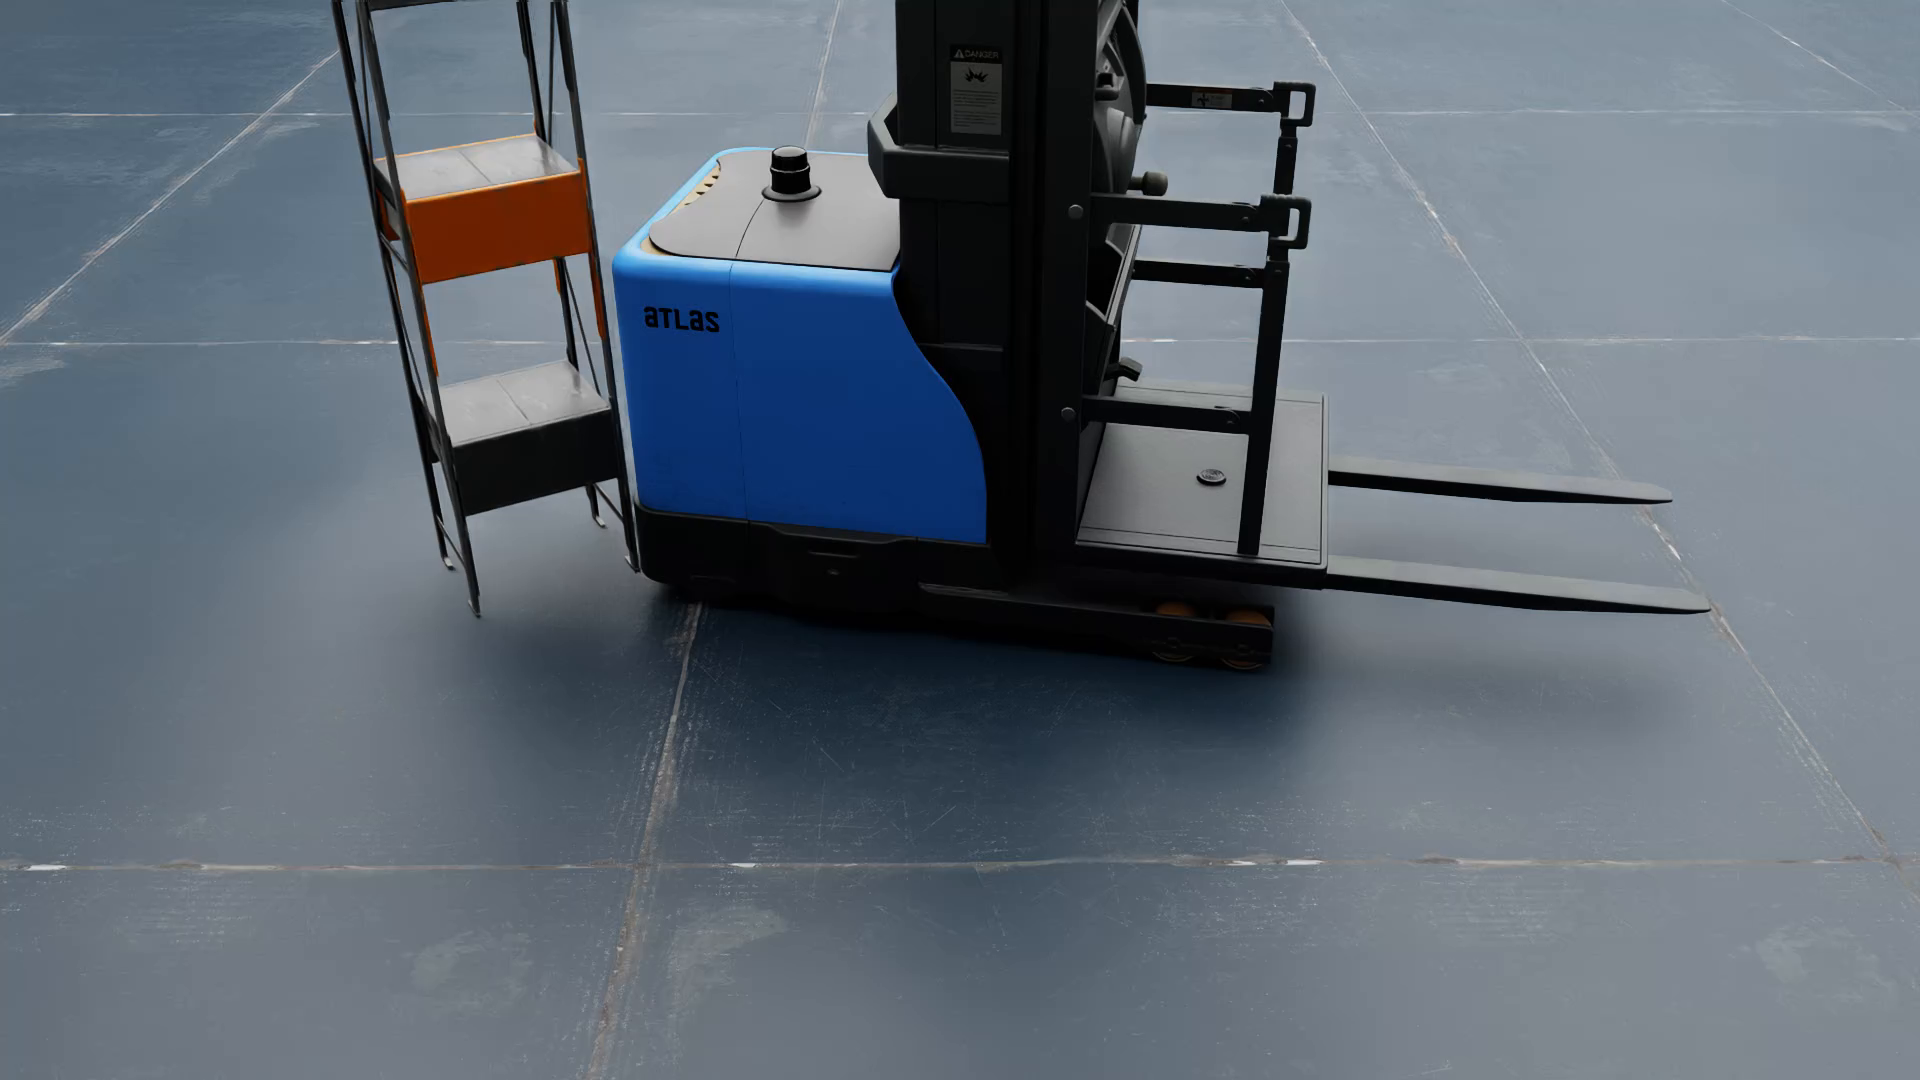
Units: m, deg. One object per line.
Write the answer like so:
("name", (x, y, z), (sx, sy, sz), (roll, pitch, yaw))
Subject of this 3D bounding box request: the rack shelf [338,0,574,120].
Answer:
("rack shelf", (-1.311, -1.414, 4.226), (0.480, 0.518, 0.431), (-17, 35, -25))

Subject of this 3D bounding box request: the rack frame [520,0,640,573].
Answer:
("rack frame", (-1.093, -0.890, 4.683), (0.015, 2.100, 0.400), (-17, 35, -25))

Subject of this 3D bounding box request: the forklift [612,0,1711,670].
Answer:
("forklift", (0.614, -1.191, 4.388), (3.031, 2.935, 1.130), (6, 32, 9))

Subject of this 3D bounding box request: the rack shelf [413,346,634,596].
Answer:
("rack shelf", (-1.298, -0.214, 4.948), (0.480, 0.518, 0.431), (-17, 35, -25))

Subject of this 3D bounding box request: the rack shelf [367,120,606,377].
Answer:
("rack shelf", (-1.305, -0.814, 4.587), (0.480, 0.518, 0.431), (-17, 35, -25))

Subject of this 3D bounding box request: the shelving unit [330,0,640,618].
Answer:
("shelving unit", (-1.305, -0.826, 4.580), (0.503, 2.100, 0.431), (-17, 35, -25))

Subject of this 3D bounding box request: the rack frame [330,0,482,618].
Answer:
("rack frame", (-1.517, -0.762, 4.477), (0.015, 2.100, 0.400), (-17, 35, -25))
